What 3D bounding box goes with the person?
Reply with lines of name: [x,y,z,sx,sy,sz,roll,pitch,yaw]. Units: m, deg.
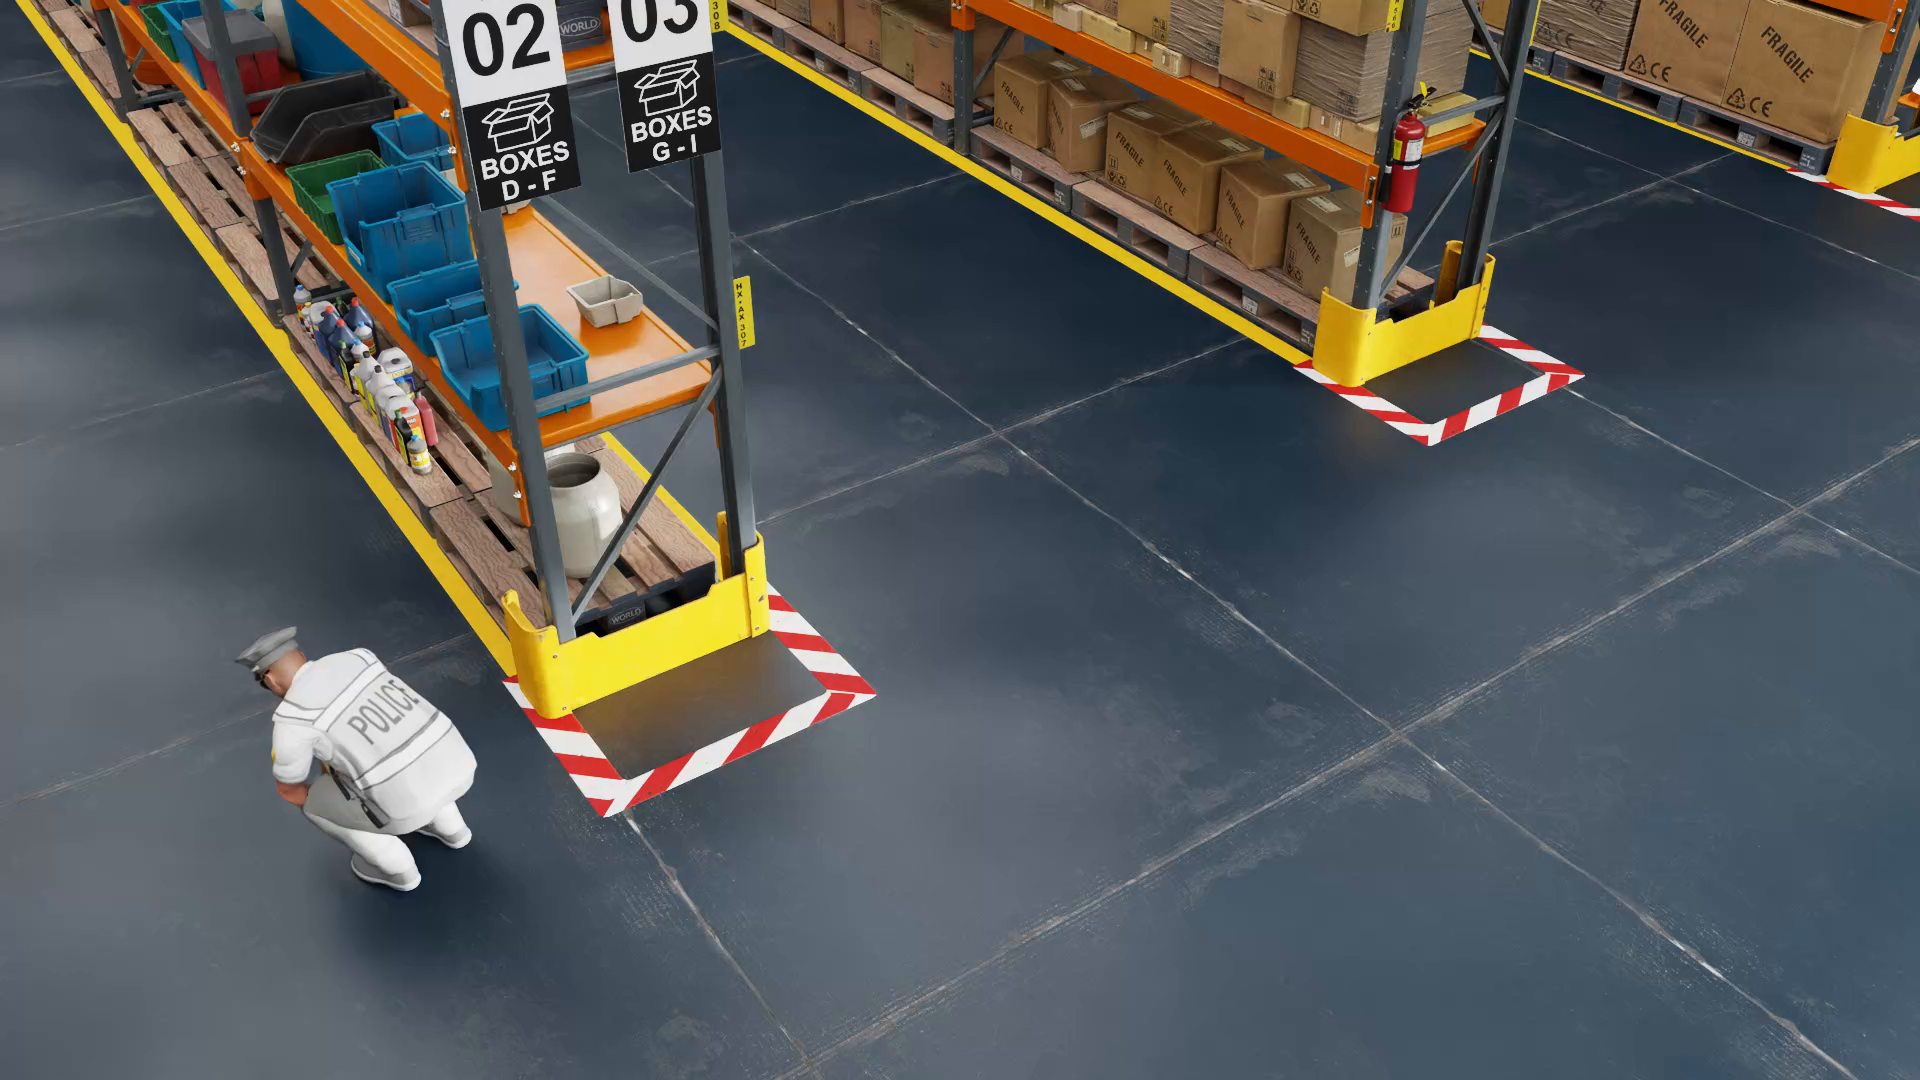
person: [-2.339,0.841,6.480,0.905,1.013,0.592,20,41,25]
